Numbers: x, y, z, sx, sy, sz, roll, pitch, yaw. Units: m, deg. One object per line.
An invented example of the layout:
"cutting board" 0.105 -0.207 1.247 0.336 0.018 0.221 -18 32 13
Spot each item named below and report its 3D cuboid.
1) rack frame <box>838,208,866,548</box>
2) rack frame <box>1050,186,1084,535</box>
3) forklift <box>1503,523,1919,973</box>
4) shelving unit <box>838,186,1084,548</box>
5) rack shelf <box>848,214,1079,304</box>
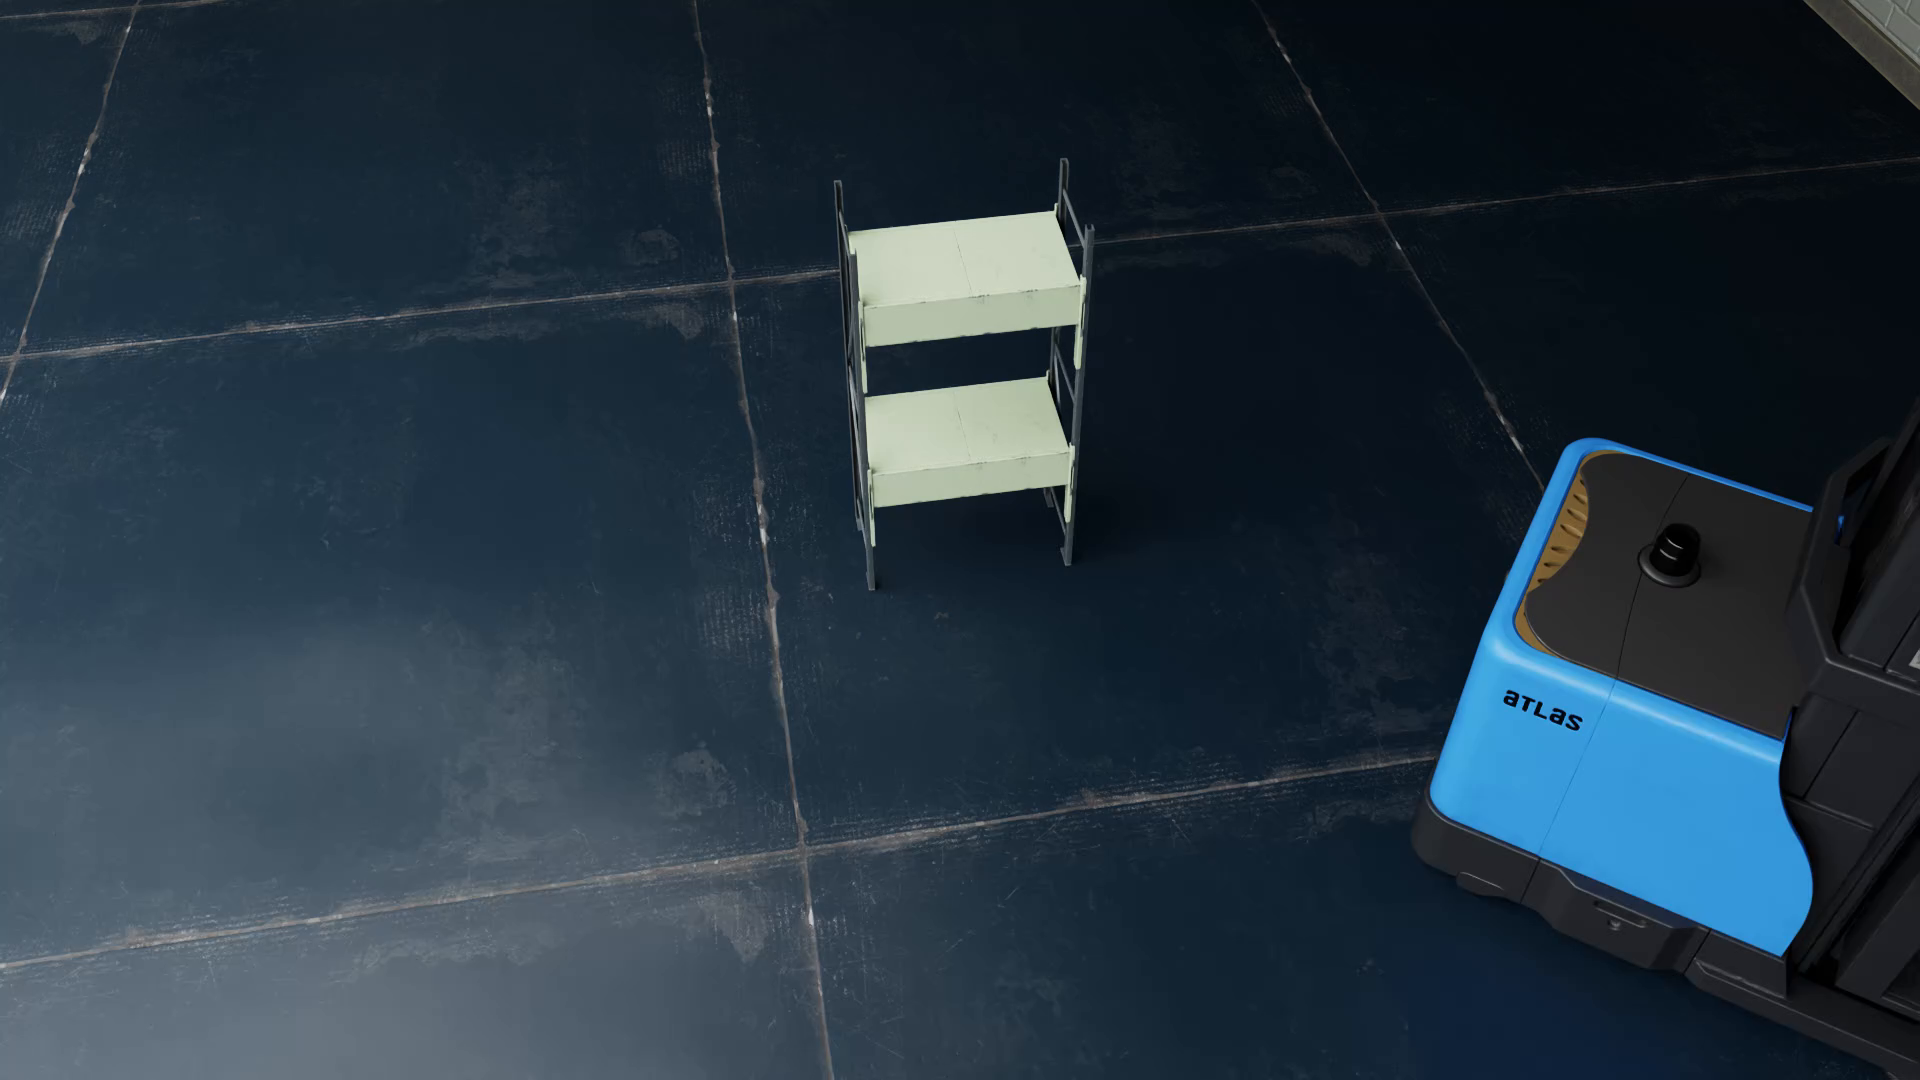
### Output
"rack frame" -0.354 -0.477 5.668 0.010 1.308 0.380 -7 46 -7
"rack frame" 0.367 -0.567 5.755 0.010 1.308 0.380 -7 46 -7
"forklift" 2.953 0.217 4.006 3.031 2.935 1.109 22 50 20
"shelving unit" 0.006 -0.522 5.712 0.742 1.308 0.380 -7 46 -7
"rack shelf" 0.007 -0.885 5.334 0.686 0.052 0.368 -7 46 -7
